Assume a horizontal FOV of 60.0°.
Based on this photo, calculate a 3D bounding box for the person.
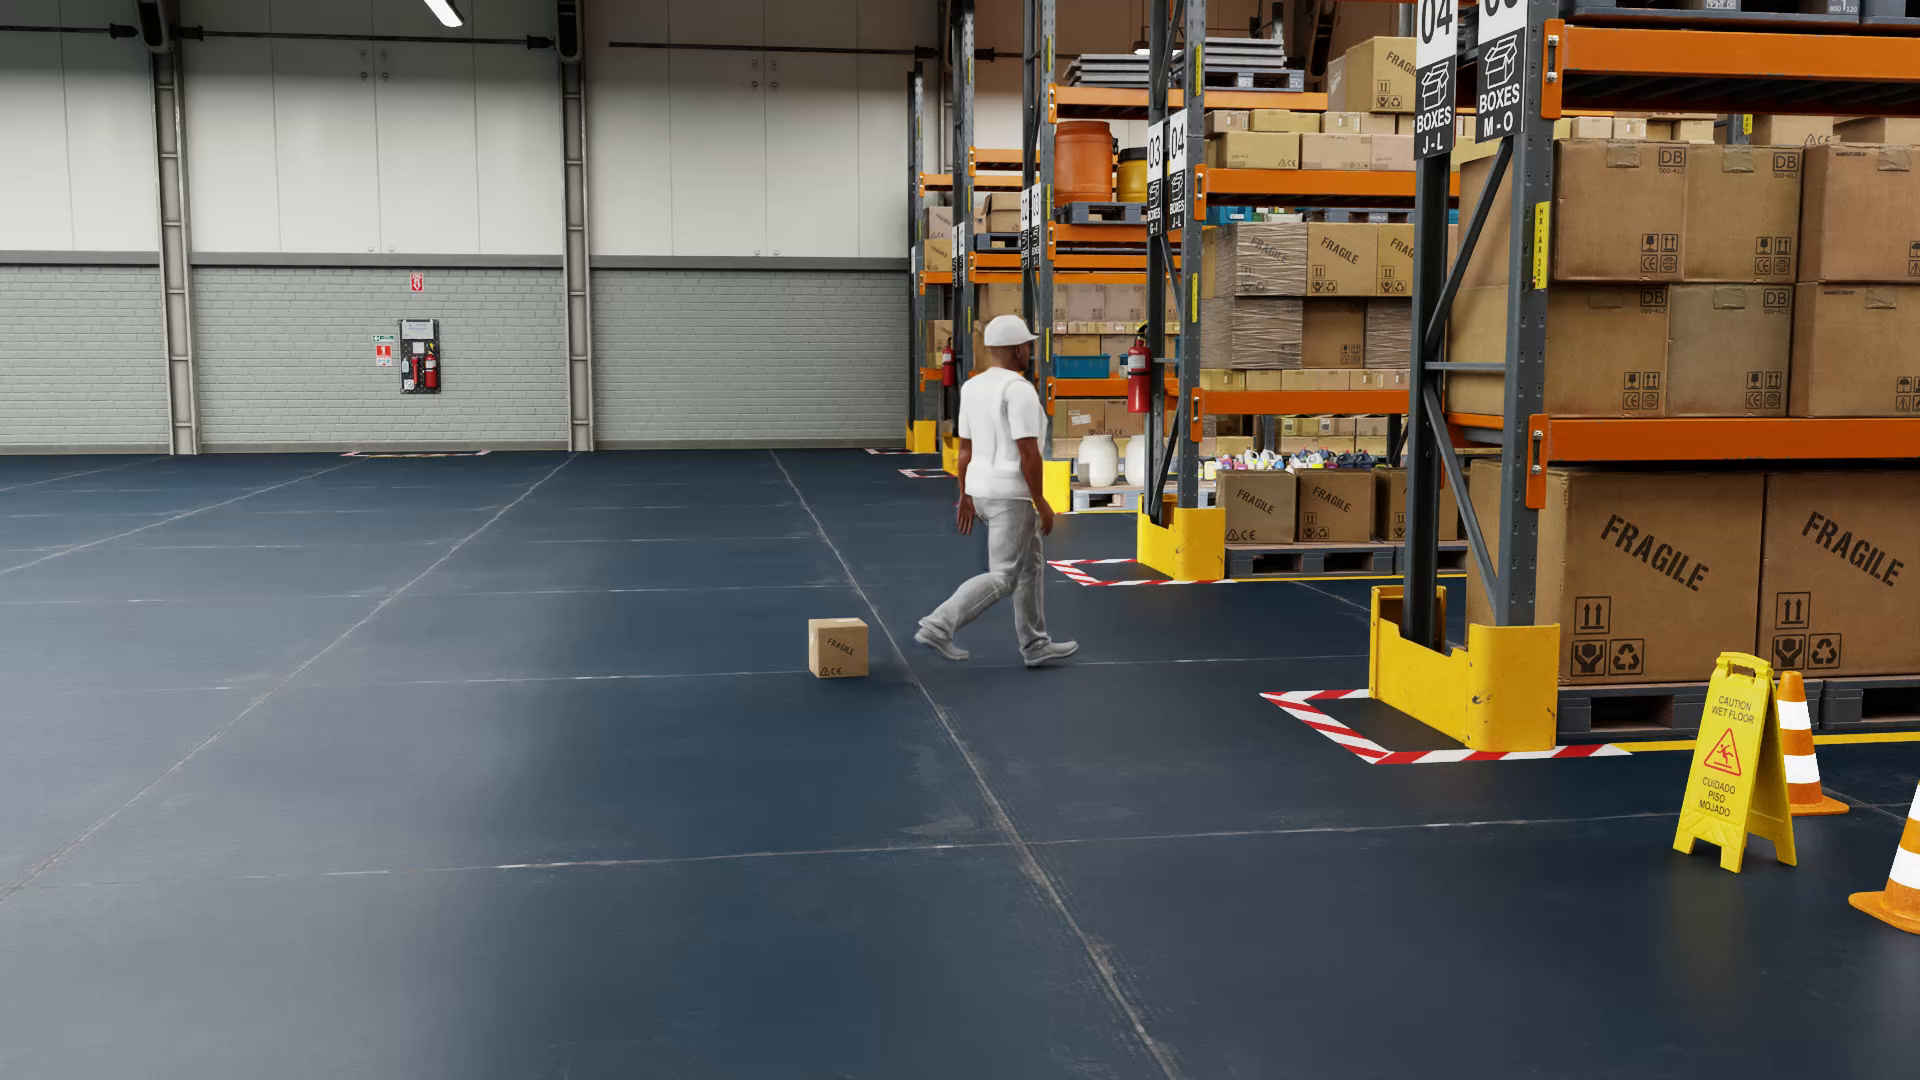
[{"bbox_3d":[0.190,-0.216,8.066,0.980,1.736,0.561,-3,7,-26],"label":"person"}]
